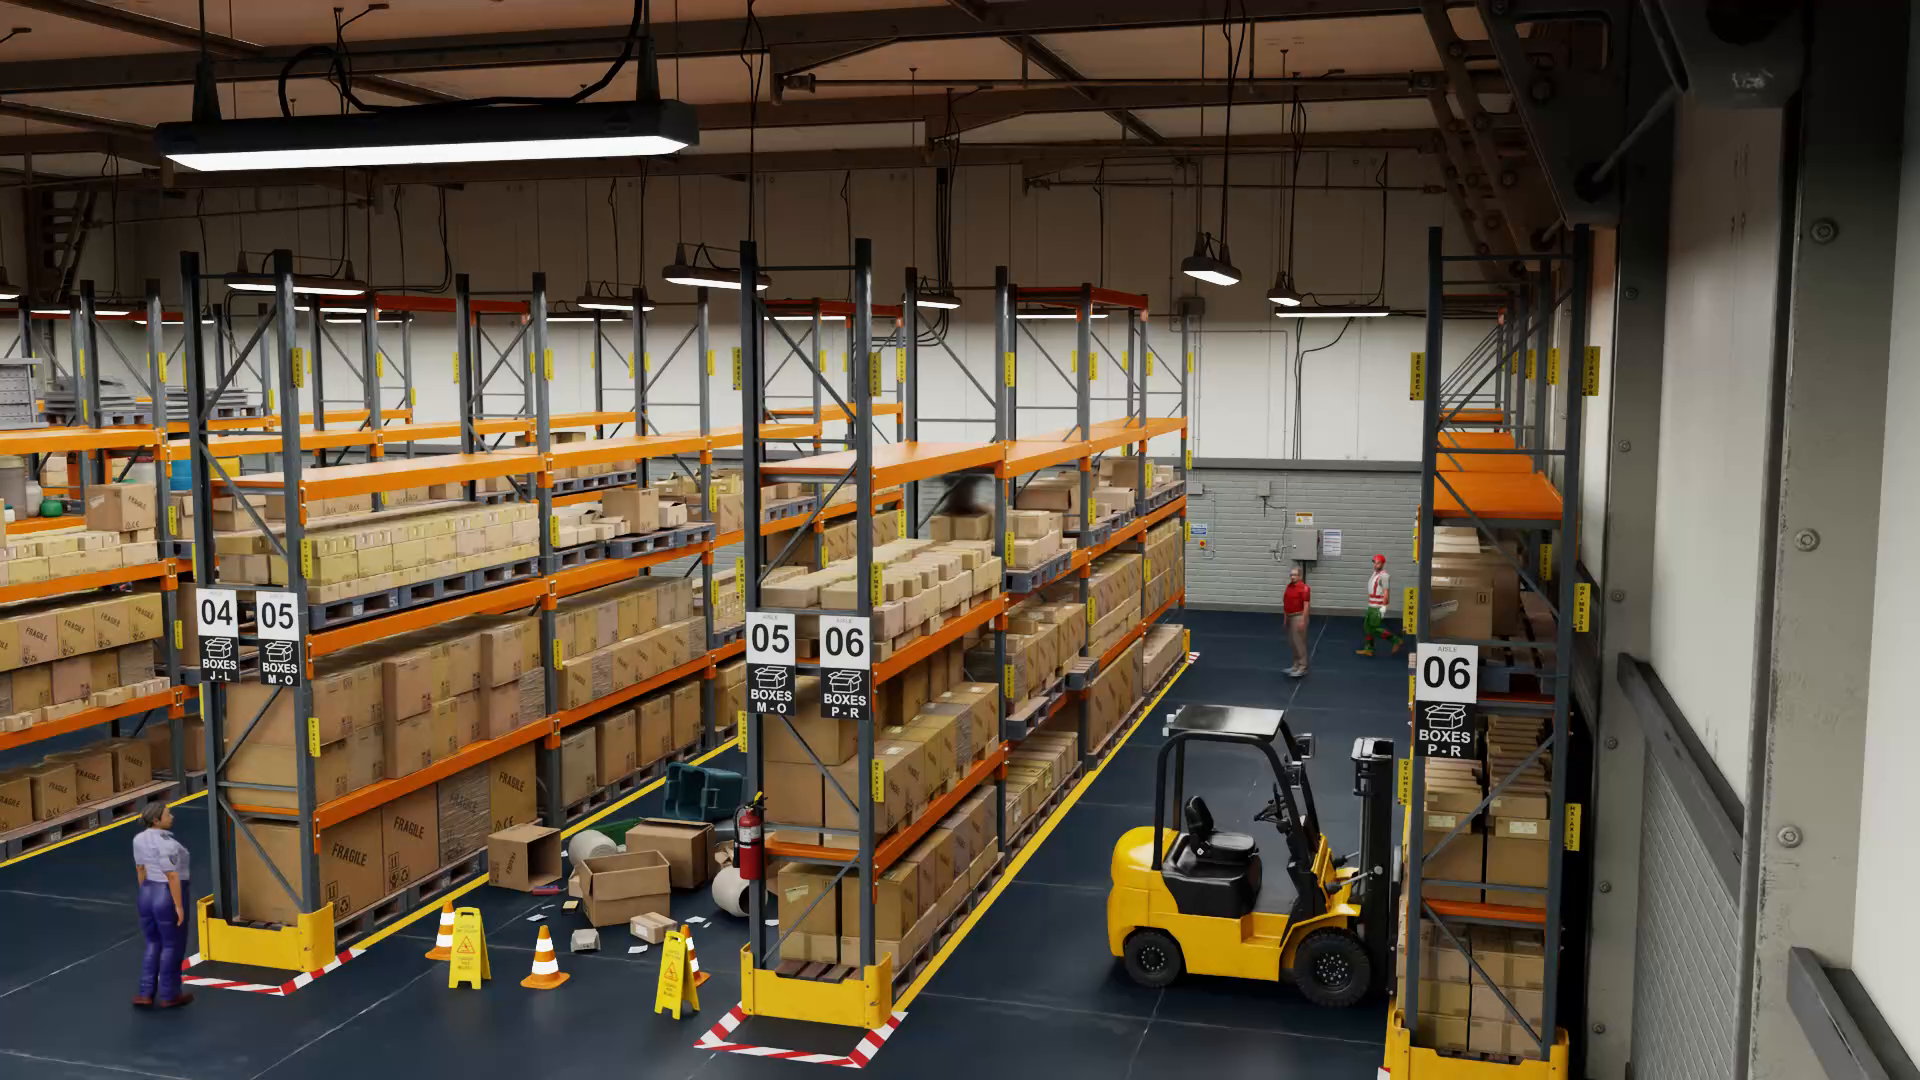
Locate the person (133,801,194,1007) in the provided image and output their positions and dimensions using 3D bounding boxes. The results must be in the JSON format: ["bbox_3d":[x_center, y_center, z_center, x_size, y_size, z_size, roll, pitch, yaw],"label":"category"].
[{"bbox_3d":[-6.334,2.880,13.180,0.531,1.661,0.386,3,7,25],"label":"person"}]

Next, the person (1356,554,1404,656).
[{"bbox_3d":[7.173,1.118,28.337,0.798,1.760,0.590,2,7,17],"label":"person"}]

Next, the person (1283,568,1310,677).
[{"bbox_3d":[5.399,1.311,26.774,0.368,1.733,0.565,-1,7,-13],"label":"person"}]
